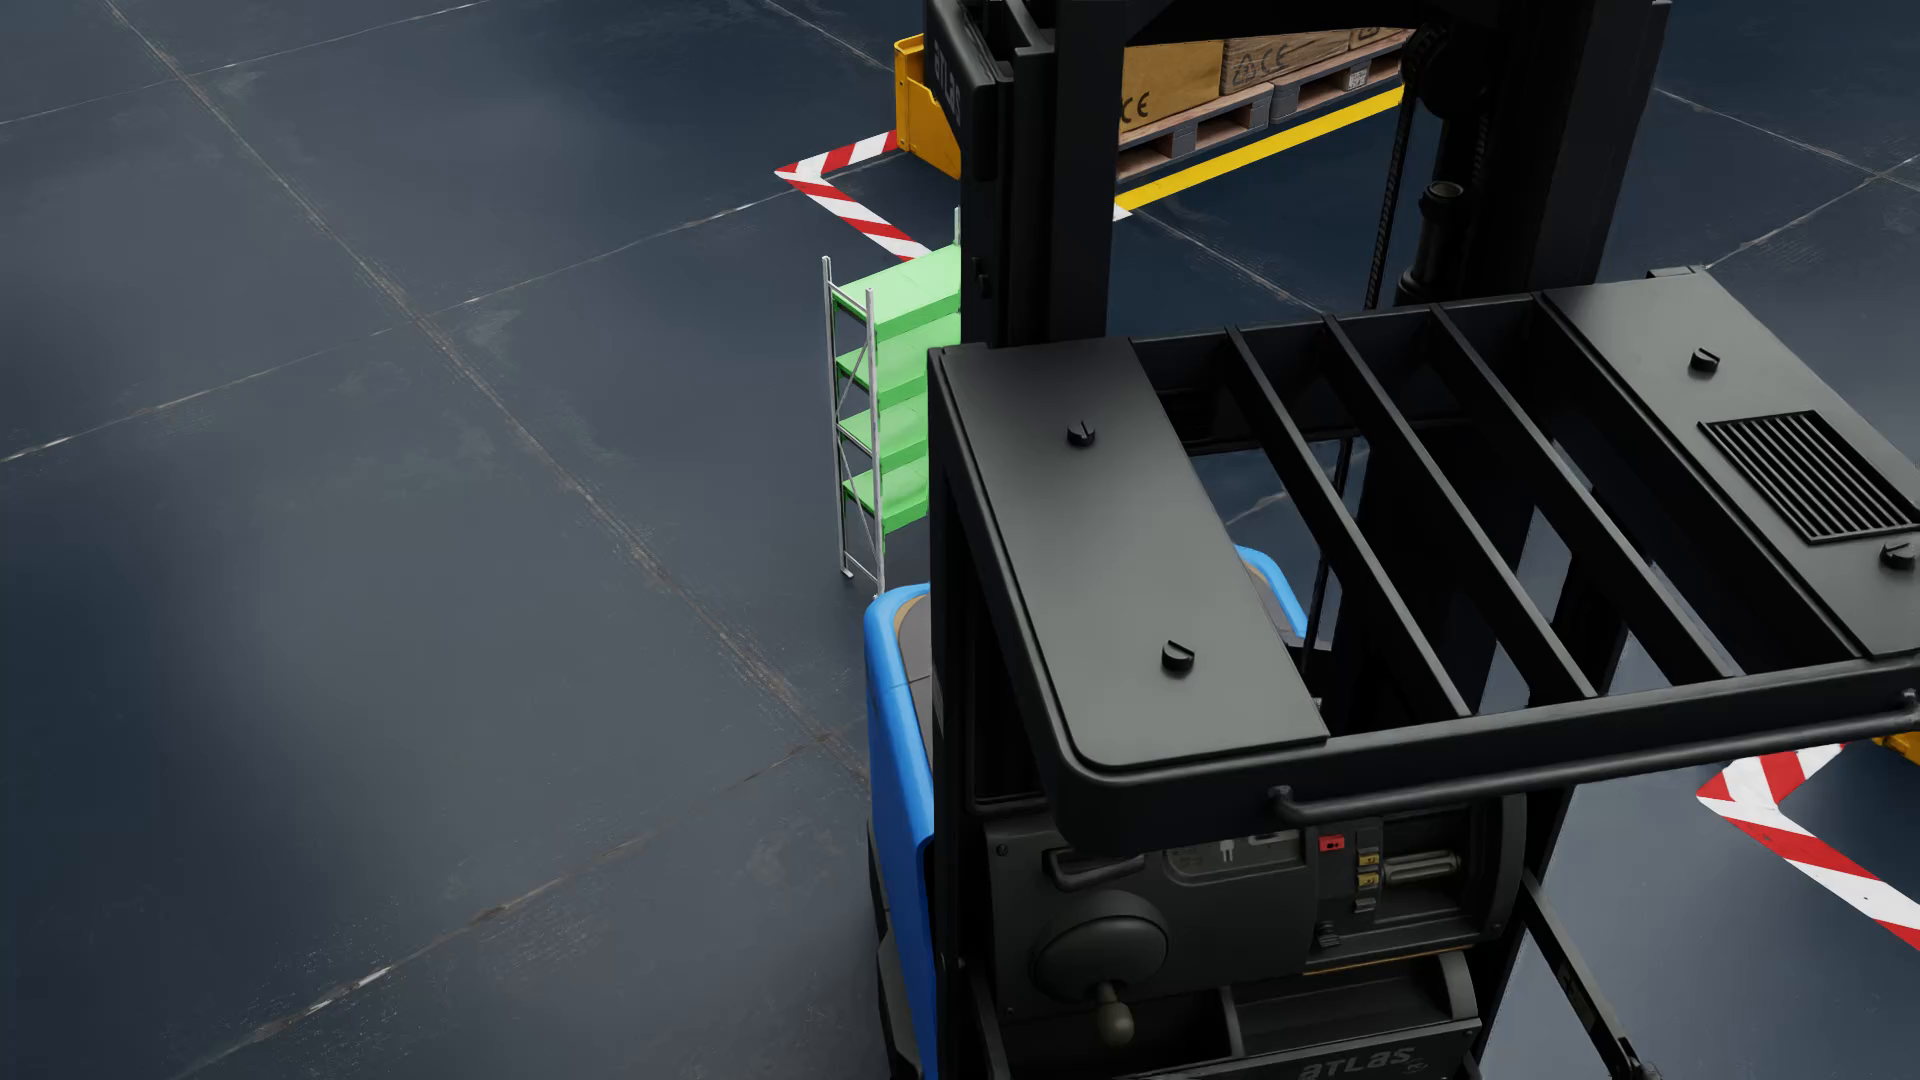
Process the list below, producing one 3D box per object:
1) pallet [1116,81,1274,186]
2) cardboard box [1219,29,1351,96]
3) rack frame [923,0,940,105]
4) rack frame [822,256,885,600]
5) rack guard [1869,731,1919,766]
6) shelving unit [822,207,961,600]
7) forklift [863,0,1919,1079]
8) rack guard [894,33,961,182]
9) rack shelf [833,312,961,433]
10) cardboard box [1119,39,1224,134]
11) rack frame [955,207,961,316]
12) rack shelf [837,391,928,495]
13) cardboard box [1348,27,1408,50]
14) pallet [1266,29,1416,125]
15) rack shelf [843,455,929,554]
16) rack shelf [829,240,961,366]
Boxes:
[{"bbox_3d":[0.764,-2.151,8.206,1.213,0.211,1.003,-26,46,-28],"label":"pallet"},{"bbox_3d":[1.358,-2.861,8.217,0.875,0.875,0.875,-26,46,-28],"label":"cardboard box"},{"bbox_3d":[0.177,-2.881,6.897,0.127,3.000,1.000,-26,46,-28],"label":"rack frame"},{"bbox_3d":[-0.325,-0.306,5.177,0.015,1.200,0.240,-26,46,-28],"label":"rack frame"},{"bbox_3d":[3.184,0.592,4.634,0.348,0.500,1.175,-26,46,-28],"label":"rack guard"},{"bbox_3d":[-0.131,-0.400,5.291,0.503,1.200,0.258,-26,46,-28],"label":"shelving unit"},{"bbox_3d":[0.548,0.671,2.621,1.130,2.935,3.031,-7,40,-9],"label":"forklift"},{"bbox_3d":[0.158,-1.905,7.679,0.348,0.500,1.175,-26,46,-28],"label":"rack guard"},{"bbox_3d":[-0.131,-0.536,5.180,0.480,0.148,0.258,-26,46,-28],"label":"rack shelf"},{"bbox_3d":[0.636,-2.510,7.788,0.875,0.875,0.875,-26,46,-28],"label":"cardboard box"},{"bbox_3d":[0.062,-0.494,5.406,0.015,1.200,0.240,-26,46,-28],"label":"rack frame"},{"bbox_3d":[-0.131,-0.351,5.332,0.480,0.148,0.258,-26,46,-28],"label":"rack shelf"},{"bbox_3d":[2.063,-3.205,8.636,0.875,0.875,0.875,-26,46,-28],"label":"cardboard box"},{"bbox_3d":[1.730,-2.620,8.778,1.213,0.211,1.003,-26,46,-28],"label":"pallet"},{"bbox_3d":[-0.131,-0.165,5.484,0.480,0.148,0.258,-26,46,-28],"label":"rack shelf"},{"bbox_3d":[-0.131,-0.722,5.028,0.480,0.148,0.258,-26,46,-28],"label":"rack shelf"}]
